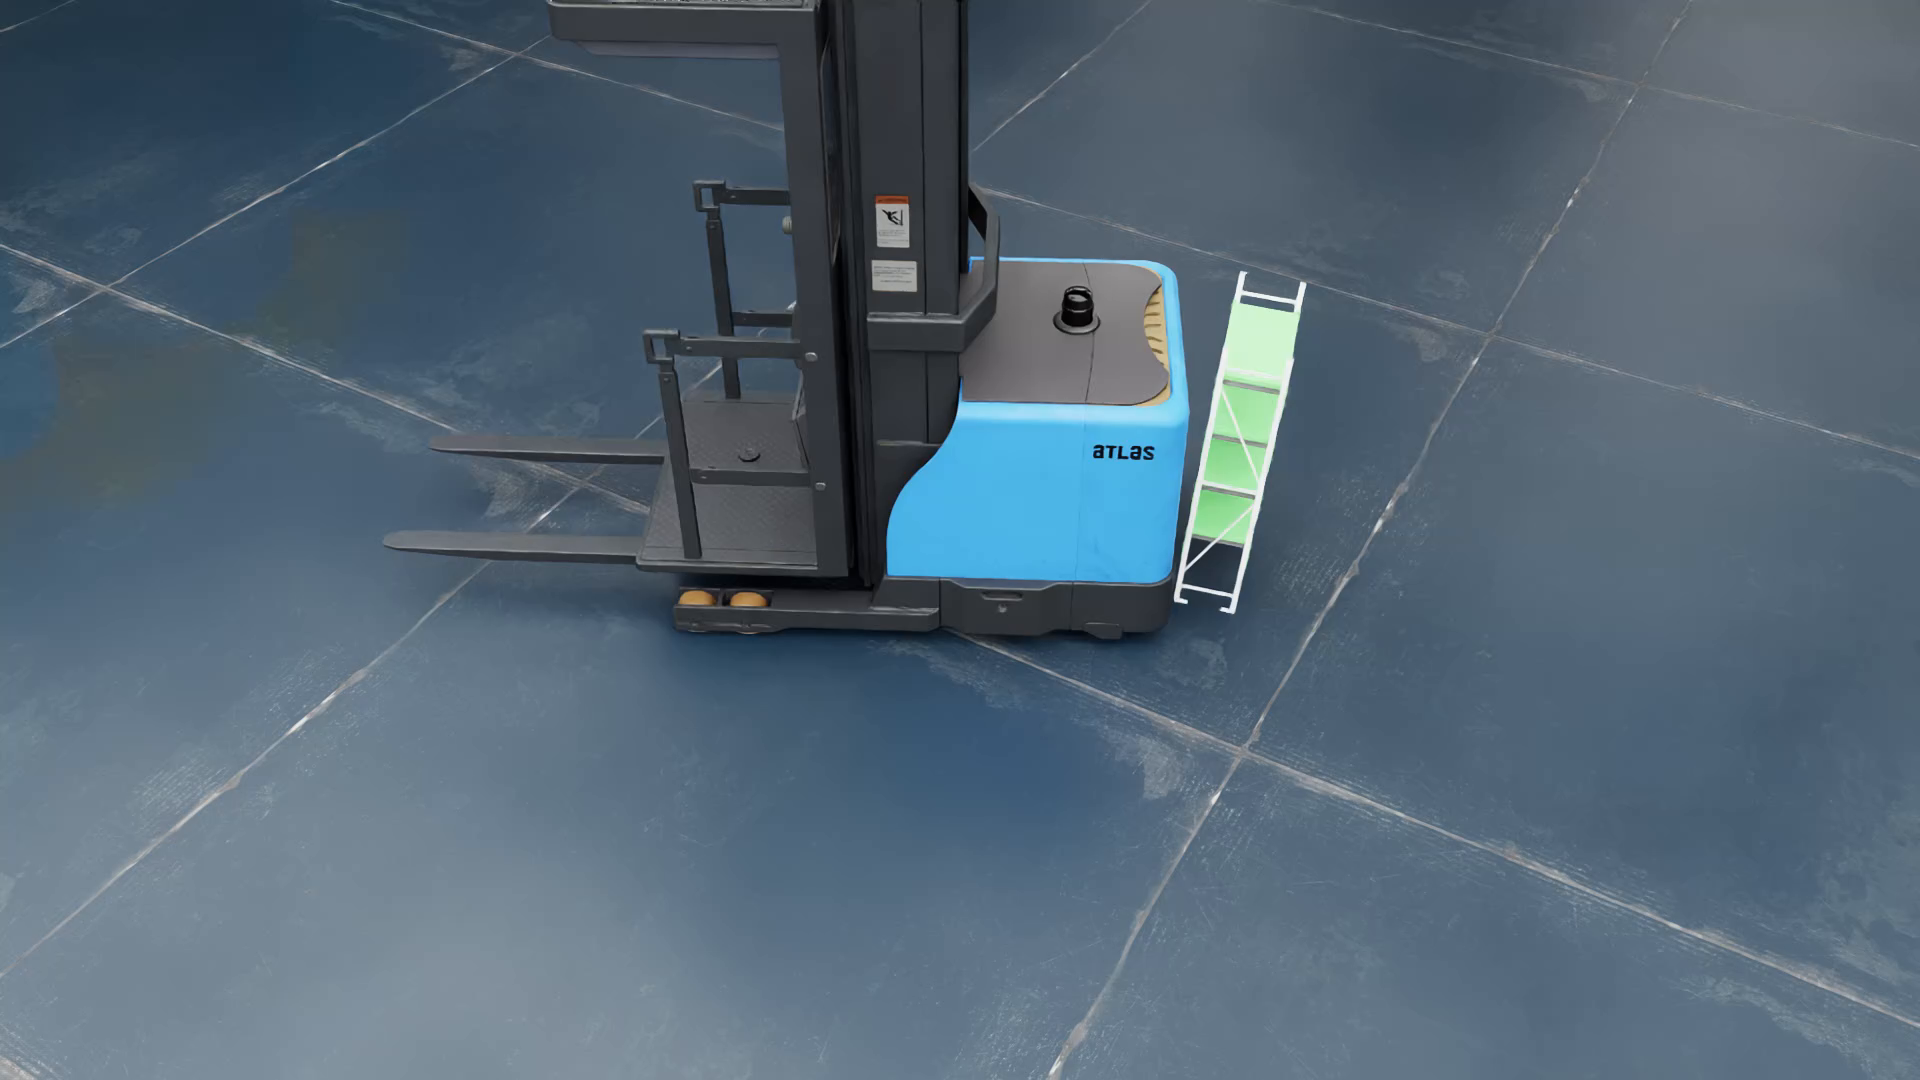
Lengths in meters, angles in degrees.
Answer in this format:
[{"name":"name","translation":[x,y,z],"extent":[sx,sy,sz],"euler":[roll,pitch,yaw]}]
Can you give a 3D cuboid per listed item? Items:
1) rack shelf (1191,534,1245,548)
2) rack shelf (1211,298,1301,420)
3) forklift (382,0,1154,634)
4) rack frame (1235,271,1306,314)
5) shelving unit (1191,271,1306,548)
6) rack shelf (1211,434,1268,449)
[{"name":"rack shelf","translation":[1.022,-0.140,6.406],"extent":[0.199,0.029,0.442],"euler":[12,43,8]},{"name":"rack shelf","translation":[1.060,-0.652,5.943],"extent":[0.258,0.148,0.480],"euler":[12,43,8]},{"name":"forklift","translation":[-0.696,-1.091,5.771],"extent":[3.031,2.935,1.121],"euler":[2,41,2]},{"name":"rack frame","translation":[1.095,-0.501,6.400],"extent":[0.240,1.200,0.015],"euler":[12,43,8]},{"name":"shelving unit","translation":[1.038,-0.348,6.226],"extent":[0.258,1.200,0.492],"euler":[12,43,8]},{"name":"rack shelf","translation":[1.048,-0.496,6.085],"extent":[0.199,0.029,0.442],"euler":[12,43,8]}]
